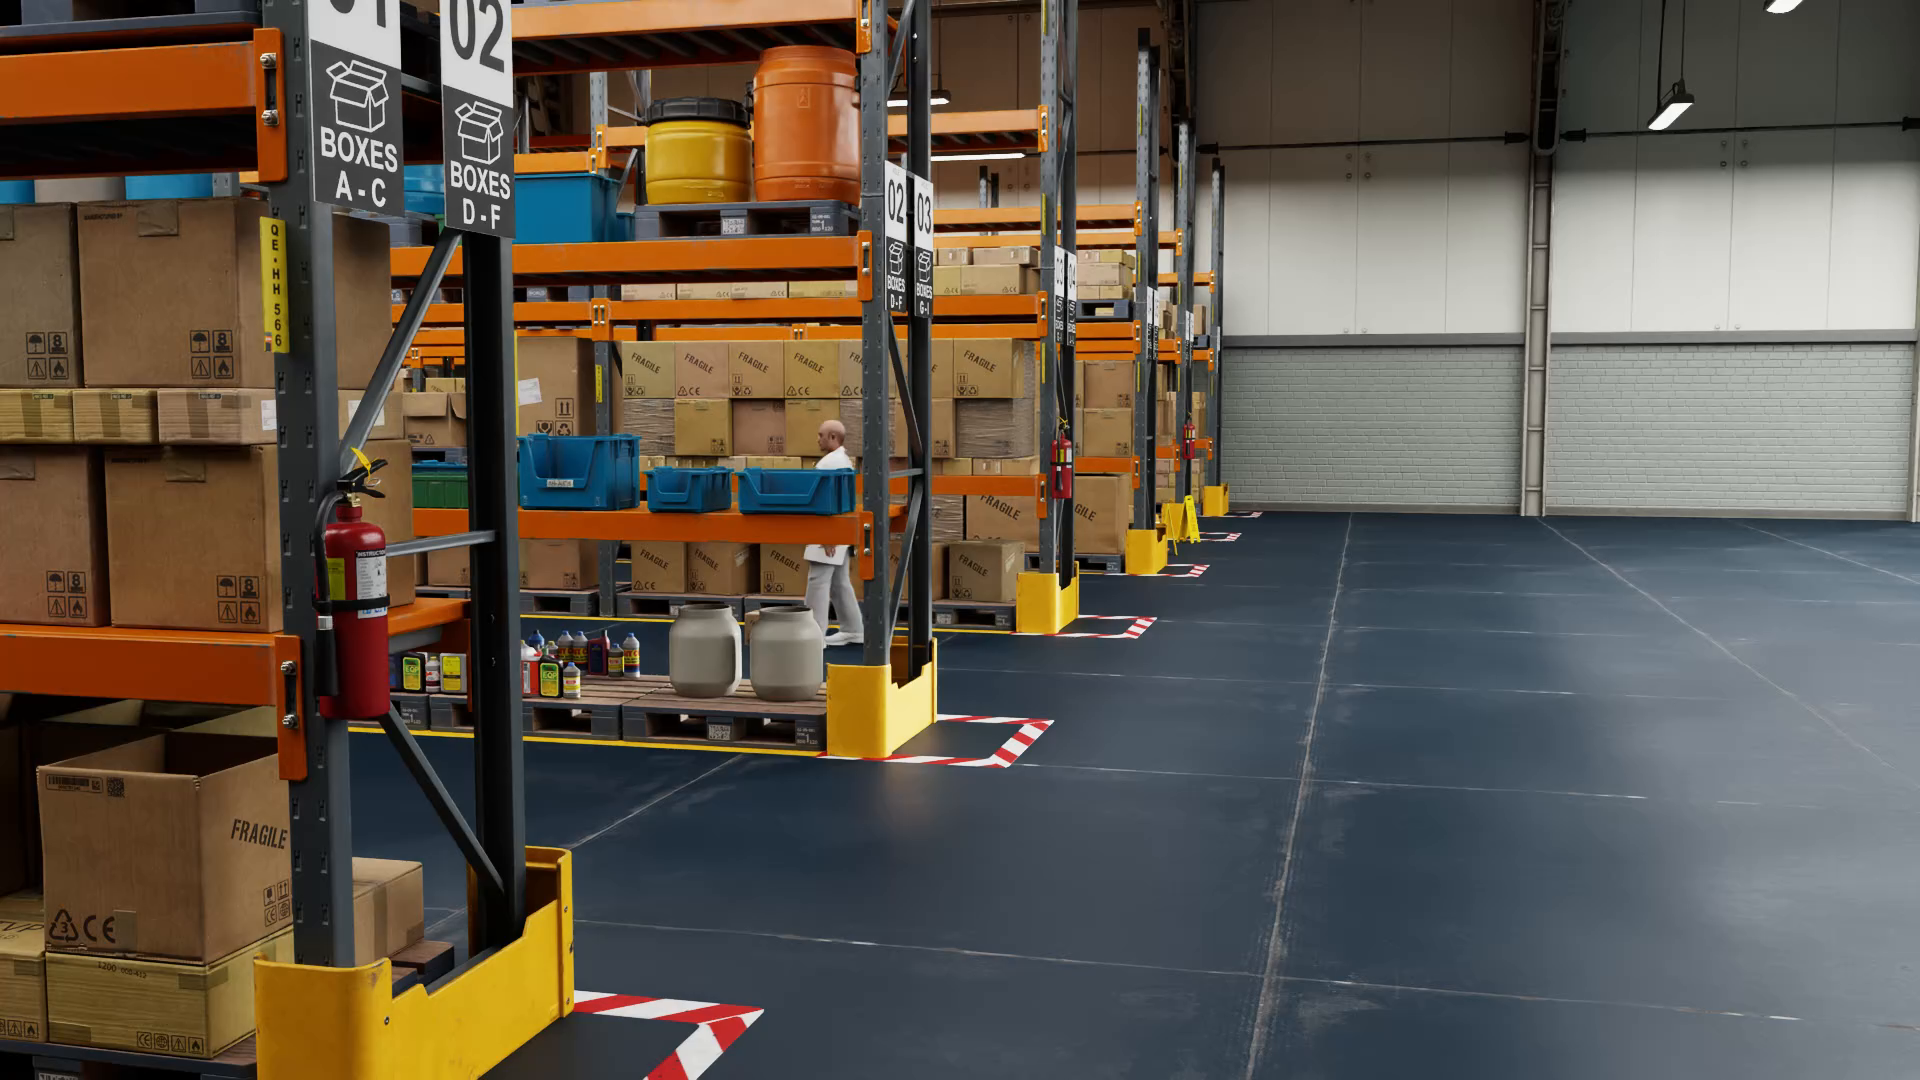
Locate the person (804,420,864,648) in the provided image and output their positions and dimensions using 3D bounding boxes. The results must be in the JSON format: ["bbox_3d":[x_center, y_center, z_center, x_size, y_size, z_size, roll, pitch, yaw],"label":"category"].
[{"bbox_3d":[-1.080,-0.048,12.988,0.663,1.778,0.608,0,5,1],"label":"person"}]
